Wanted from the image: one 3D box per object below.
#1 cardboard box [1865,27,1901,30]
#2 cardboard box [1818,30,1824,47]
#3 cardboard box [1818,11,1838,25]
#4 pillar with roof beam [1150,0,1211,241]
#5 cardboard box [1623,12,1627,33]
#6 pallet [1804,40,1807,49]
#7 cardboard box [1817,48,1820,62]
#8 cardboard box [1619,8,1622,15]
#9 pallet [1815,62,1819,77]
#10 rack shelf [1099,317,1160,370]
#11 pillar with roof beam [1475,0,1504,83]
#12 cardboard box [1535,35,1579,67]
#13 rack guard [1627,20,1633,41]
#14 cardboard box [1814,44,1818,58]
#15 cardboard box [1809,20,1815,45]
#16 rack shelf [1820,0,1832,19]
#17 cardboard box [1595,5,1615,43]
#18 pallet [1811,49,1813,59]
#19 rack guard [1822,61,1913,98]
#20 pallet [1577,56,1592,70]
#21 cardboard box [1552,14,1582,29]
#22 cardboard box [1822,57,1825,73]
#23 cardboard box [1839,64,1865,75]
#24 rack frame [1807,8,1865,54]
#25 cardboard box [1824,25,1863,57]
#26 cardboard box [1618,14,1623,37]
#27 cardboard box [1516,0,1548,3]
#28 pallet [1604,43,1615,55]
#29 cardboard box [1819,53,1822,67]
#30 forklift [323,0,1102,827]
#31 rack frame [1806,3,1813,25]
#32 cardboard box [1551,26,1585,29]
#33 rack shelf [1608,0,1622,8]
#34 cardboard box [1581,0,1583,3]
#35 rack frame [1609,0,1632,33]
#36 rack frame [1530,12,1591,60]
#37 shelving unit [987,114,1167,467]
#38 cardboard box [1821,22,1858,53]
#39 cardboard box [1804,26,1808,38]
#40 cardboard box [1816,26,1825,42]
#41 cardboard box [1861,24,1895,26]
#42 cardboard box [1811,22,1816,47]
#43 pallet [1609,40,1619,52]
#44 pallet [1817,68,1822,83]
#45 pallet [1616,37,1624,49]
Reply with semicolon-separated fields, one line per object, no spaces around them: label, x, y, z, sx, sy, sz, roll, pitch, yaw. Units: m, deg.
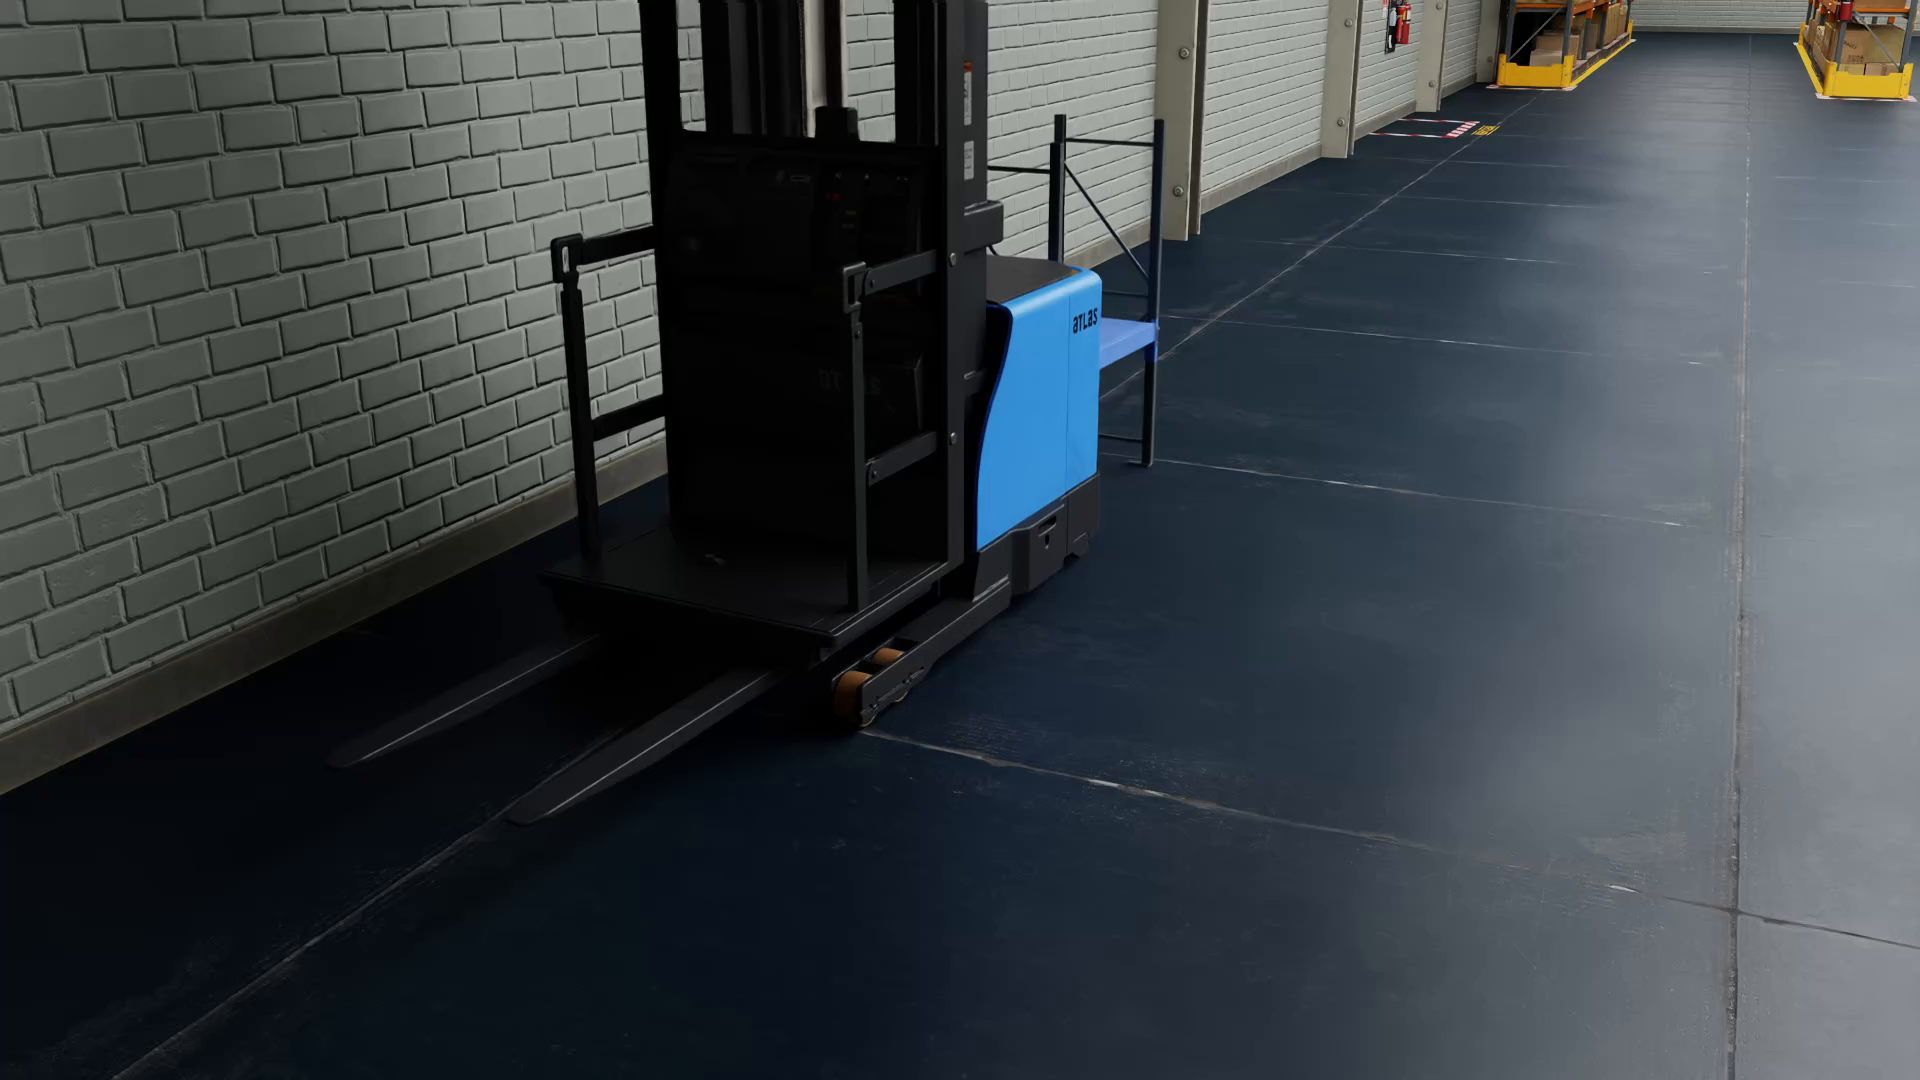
cardboard box;14.930;-8.040;26.957;0.500;0.500;0.500;9;21;23
cardboard box;16.067;-9.208;30.523;0.500;0.311;0.500;8;21;23
cardboard box;17.575;-10.507;33.492;0.500;0.250;0.500;9;22;25
pillar with roof beam;5.644;-6.088;10.156;9.100;9.000;0.400;9;21;23
cardboard box;15.947;-12.705;40.821;0.700;0.500;0.500;9;21;23
pallet;19.805;-11.281;37.876;1.003;0.211;1.213;9;21;23
cardboard box;15.863;-8.789;30.183;0.500;0.250;0.500;8;21;22
cardboard box;15.211;-12.310;38.741;0.380;0.149;0.250;9;22;25
pallet;16.015;-8.483;30.005;1.003;0.211;1.213;9;21;23
rack shelf;0.392;-0.756;6.894;0.538;0.185;1.000;10;22;26
pillar with roof beam;13.015;-11.590;25.629;9.100;9.000;0.400;9;21;23
cardboard box;10.535;-8.642;29.366;0.700;0.500;0.500;7;21;19
rack guard;16.152;-12.742;41.552;1.175;0.500;0.348;9;21;23
cardboard box;16.492;-9.258;31.500;0.500;0.250;0.500;8;21;21
cardboard box;18.605;-10.926;35.790;0.500;0.500;0.500;8;21;20
rack shelf;16.568;-9.838;30.729;1.077;0.370;4.000;9;21;23
cardboard box;13.652;-11.126;35.858;0.750;0.750;0.750;8;21;22
pallet;18.228;-10.069;34.467;1.003;0.211;1.213;9;21;23
rack guard;14.101;-7.158;25.850;1.175;0.500;0.348;9;21;23
pallet;11.546;-9.169;31.935;1.003;0.211;1.213;9;21;23
cardboard box;11.692;-9.990;32.036;0.500;0.250;0.500;8;21;22
cardboard box;14.664;-7.910;27.711;0.500;0.250;0.500;9;21;23
cardboard box;14.061;-7.450;26.417;0.500;0.250;0.500;9;21;23
rack frame;19.025;-12.011;35.766;1.000;3.000;0.127;9;21;23
cardboard box;14.661;-8.264;27.587;0.500;0.500;0.500;9;21;23
cardboard box;15.325;-12.234;39.497;0.700;0.500;0.500;9;22;24
cardboard box;9.605;-9.130;27.858;0.500;0.250;0.500;9;21;23
pallet;13.759;-10.756;36.397;1.003;0.211;1.213;9;21;23
cardboard box;15.283;-8.368;28.999;0.500;0.250;0.500;9;21;23
forklift;-0.609;-0.999;4.904;1.130;2.935;3.031;10;22;26
rack frame;20.663;-13.234;39.205;1.000;3.000;0.127;9;21;23
cardboard box;11.926;-9.816;32.669;0.700;0.500;0.500;9;21;23
rack shelf;13.685;-11.740;36.076;1.077;0.370;4.000;9;21;23
cardboard box;10.279;-9.227;28.130;0.500;0.250;0.500;8;21;21
rack frame;16.142;-13.913;41.113;1.000;3.000;0.127;9;21;23
rack frame;11.228;-10.244;30.798;1.000;3.000;0.127;9;21;23
shelving unit;0.392;-0.926;6.834;0.538;1.500;1.048;10;22;26
cardboard box;15.274;-8.723;28.877;0.500;0.500;0.500;9;21;23
cardboard box;19.772;-11.713;38.374;0.500;0.250;0.500;9;21;23
cardboard box;16.697;-9.674;31.833;0.500;0.311;0.500;8;21;21
cardboard box;15.543;-8.498;28.246;0.500;0.500;0.500;9;21;23
cardboard box;17.977;-10.456;34.466;0.500;0.500;0.500;8;21;21
pallet;14.257;-11.130;37.449;1.003;0.211;1.213;9;21;23
pallet;15.385;-8.015;28.690;1.003;0.211;1.213;9;21;23
pallet;14.887;-11.598;38.765;1.003;0.211;1.213;9;21;23
